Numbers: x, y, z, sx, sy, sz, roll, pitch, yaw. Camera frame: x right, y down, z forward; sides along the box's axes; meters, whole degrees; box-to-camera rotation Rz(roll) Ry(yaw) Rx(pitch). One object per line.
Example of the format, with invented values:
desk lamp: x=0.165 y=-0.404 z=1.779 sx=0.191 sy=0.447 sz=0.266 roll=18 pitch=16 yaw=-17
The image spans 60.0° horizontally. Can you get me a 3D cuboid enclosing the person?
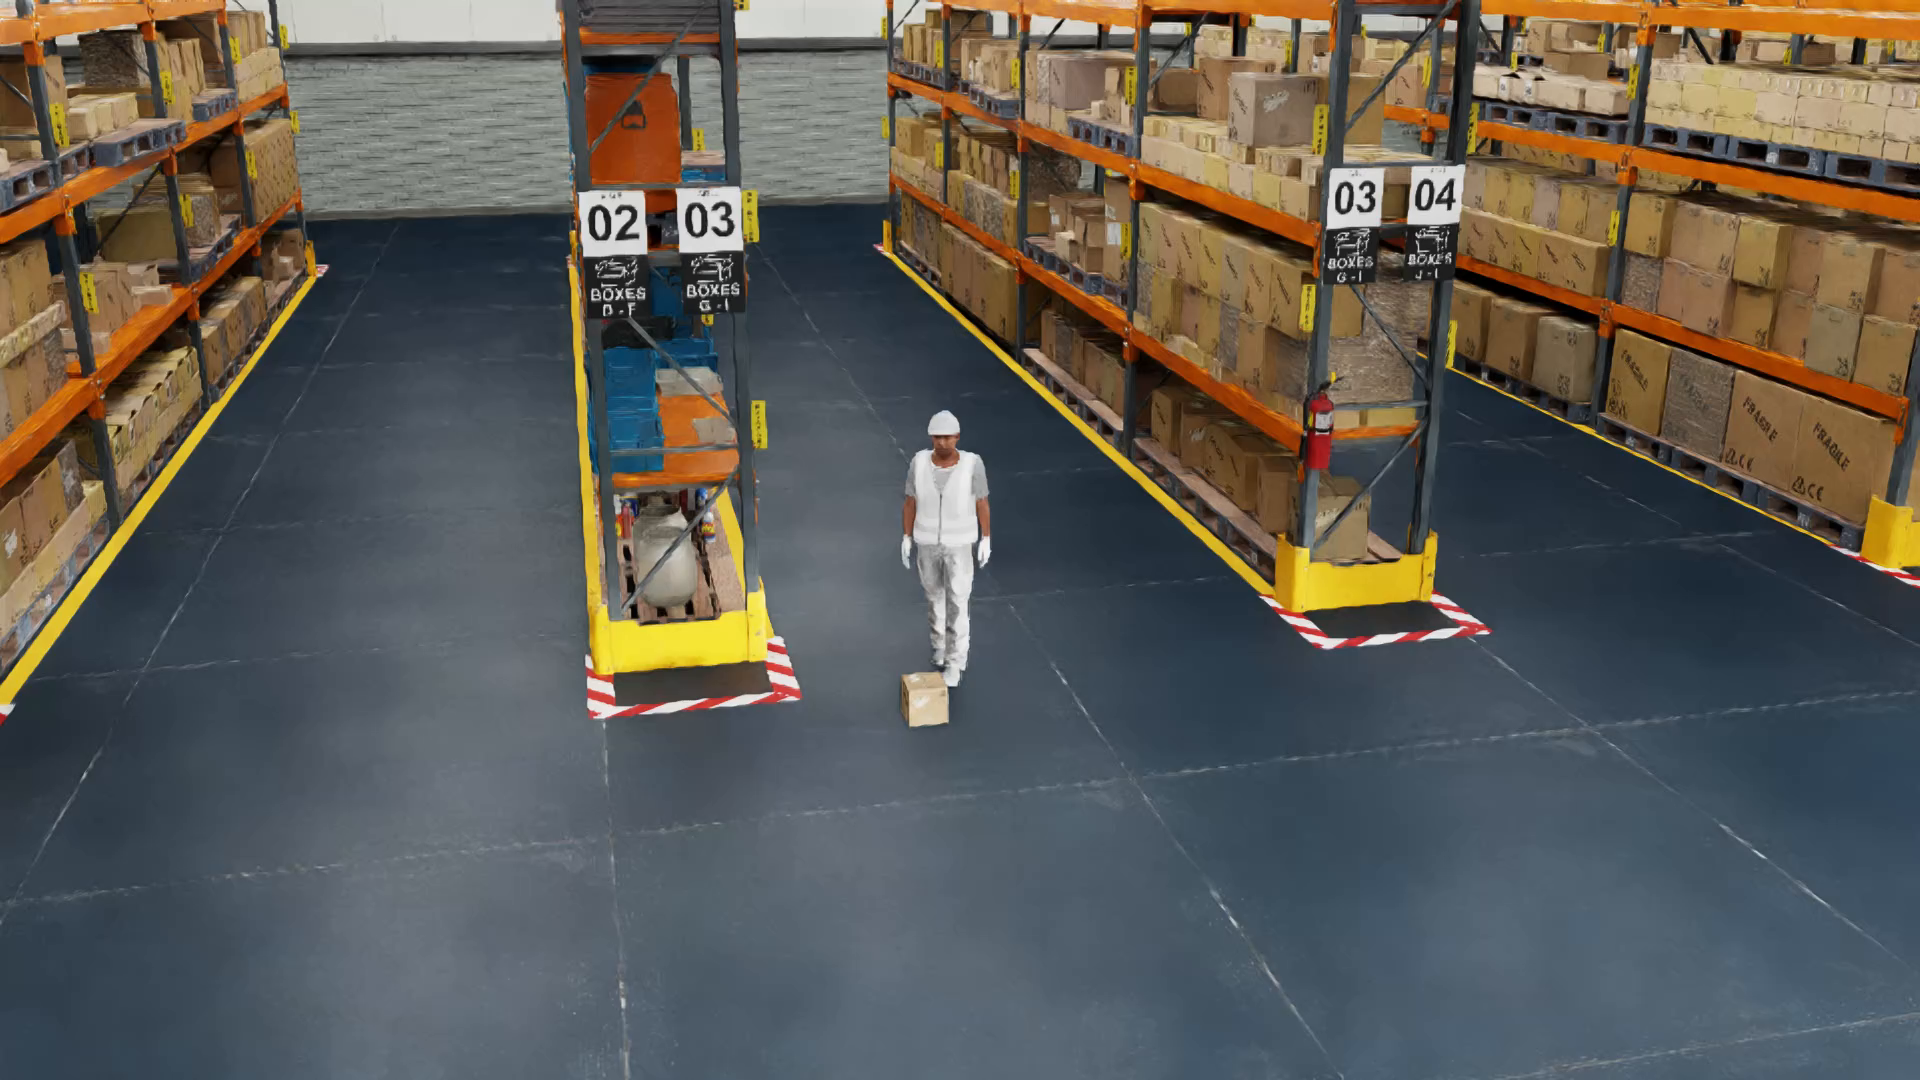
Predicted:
person: x=-0.126 y=0.053 z=10.851 sx=0.572 sy=1.770 sz=0.745 roll=4 pitch=20 yaw=12
